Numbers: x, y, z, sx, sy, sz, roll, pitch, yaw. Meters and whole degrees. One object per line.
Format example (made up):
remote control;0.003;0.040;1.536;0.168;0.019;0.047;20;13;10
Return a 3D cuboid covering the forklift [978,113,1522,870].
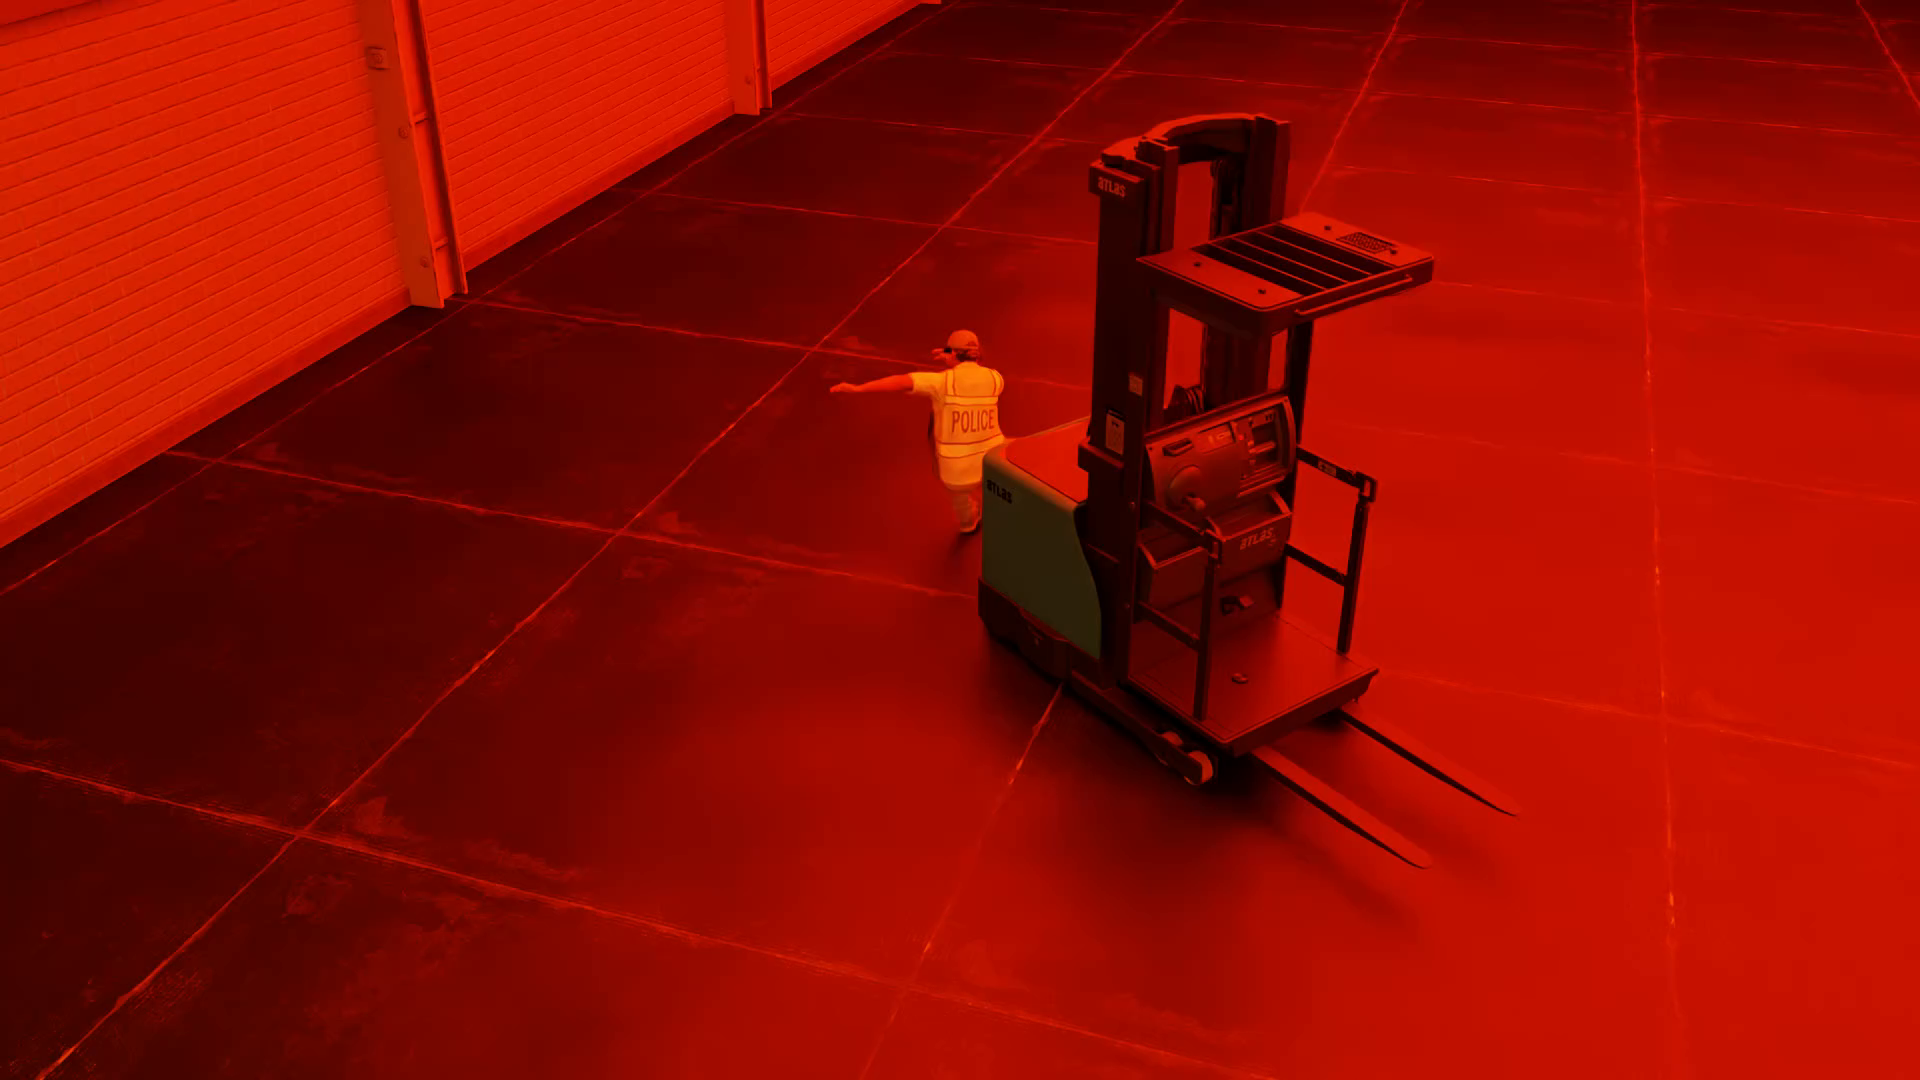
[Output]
forklift;1.377;-0.365;7.777;1.130;2.935;3.031;-20;35;-31

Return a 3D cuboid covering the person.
person;-0.073;-0.552;9.735;1.418;1.361;0.721;-8;31;-13
